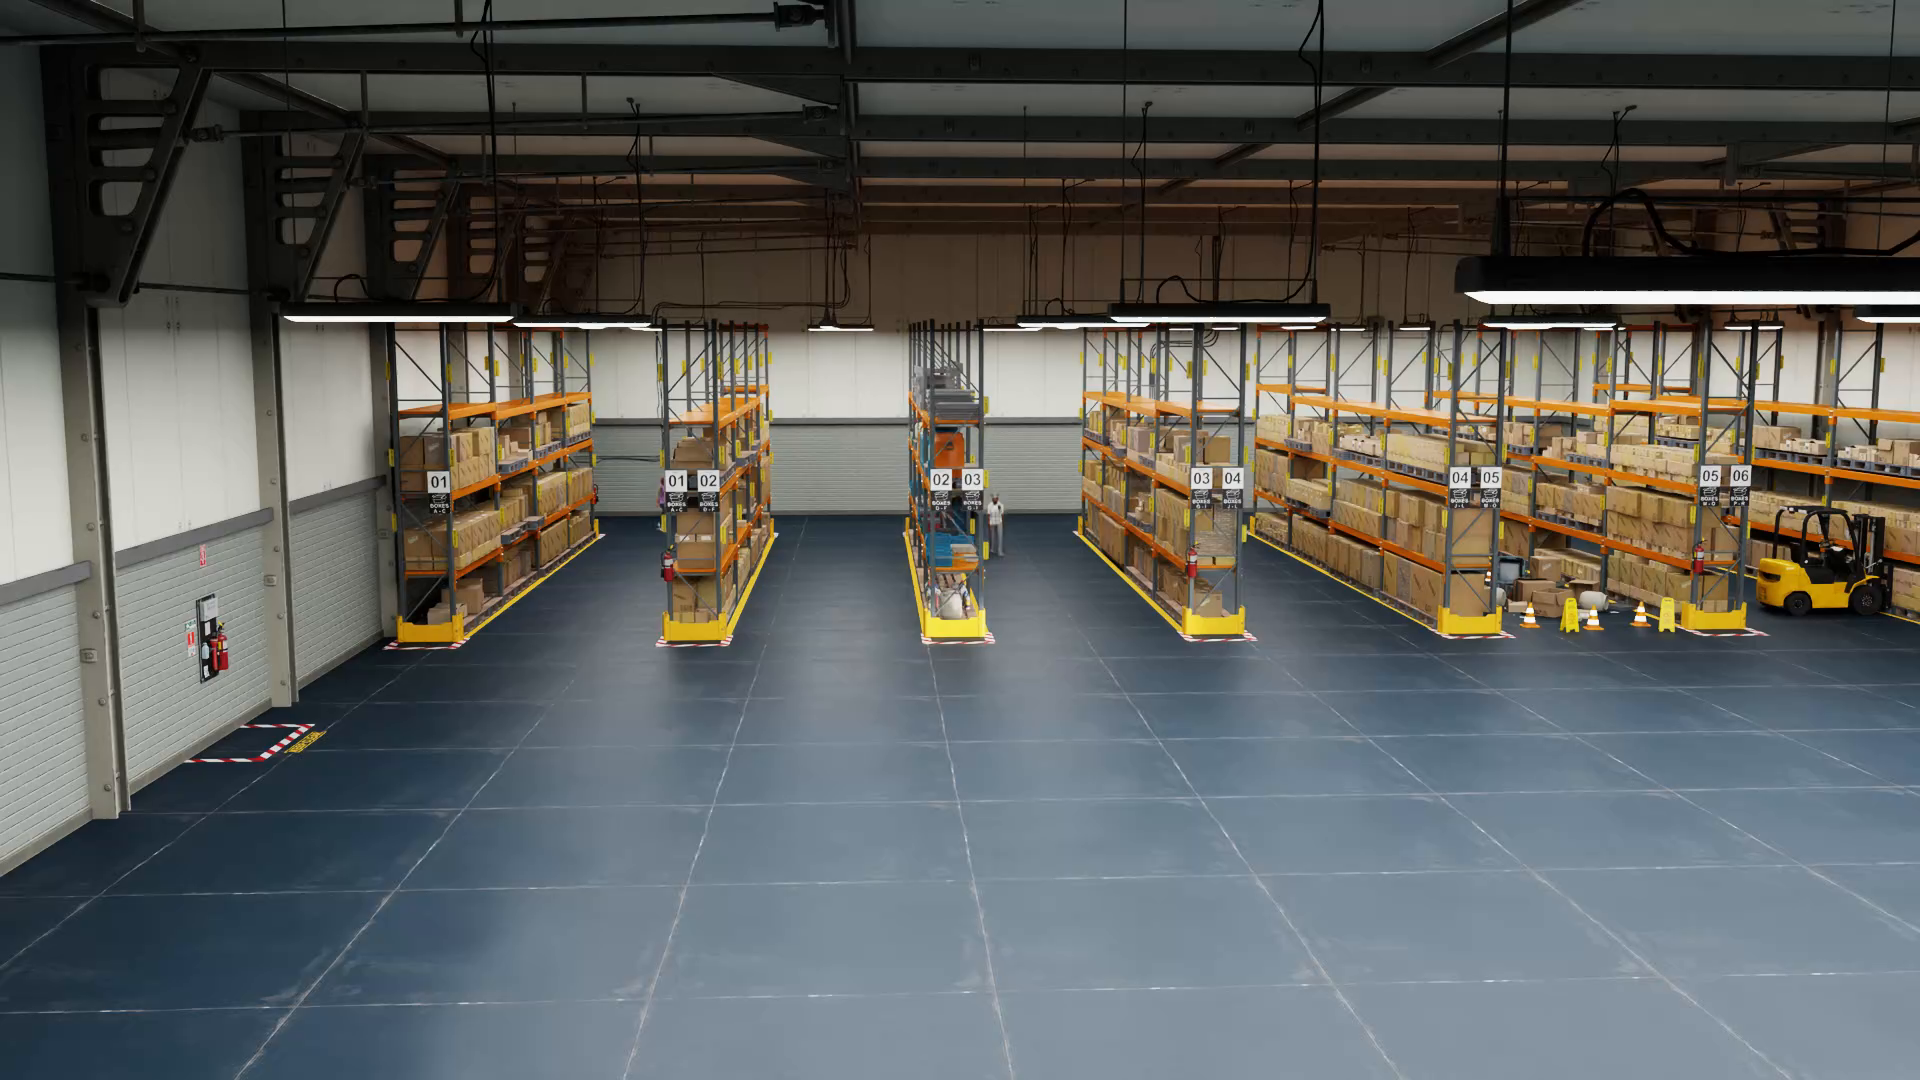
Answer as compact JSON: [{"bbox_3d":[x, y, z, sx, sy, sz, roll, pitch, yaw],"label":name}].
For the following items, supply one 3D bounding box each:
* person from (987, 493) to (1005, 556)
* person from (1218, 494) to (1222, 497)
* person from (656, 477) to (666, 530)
[{"bbox_3d":[0.937,-0.425,43.154,0.476,1.610,0.985,-1,7,-9],"label":"person"},{"bbox_3d":[7.725,-1.123,48.812,0.477,1.620,0.514,-3,7,-20],"label":"person"},{"bbox_3d":[-8.619,-1.060,48.464,0.439,1.590,0.436,1,7,8],"label":"person"}]
